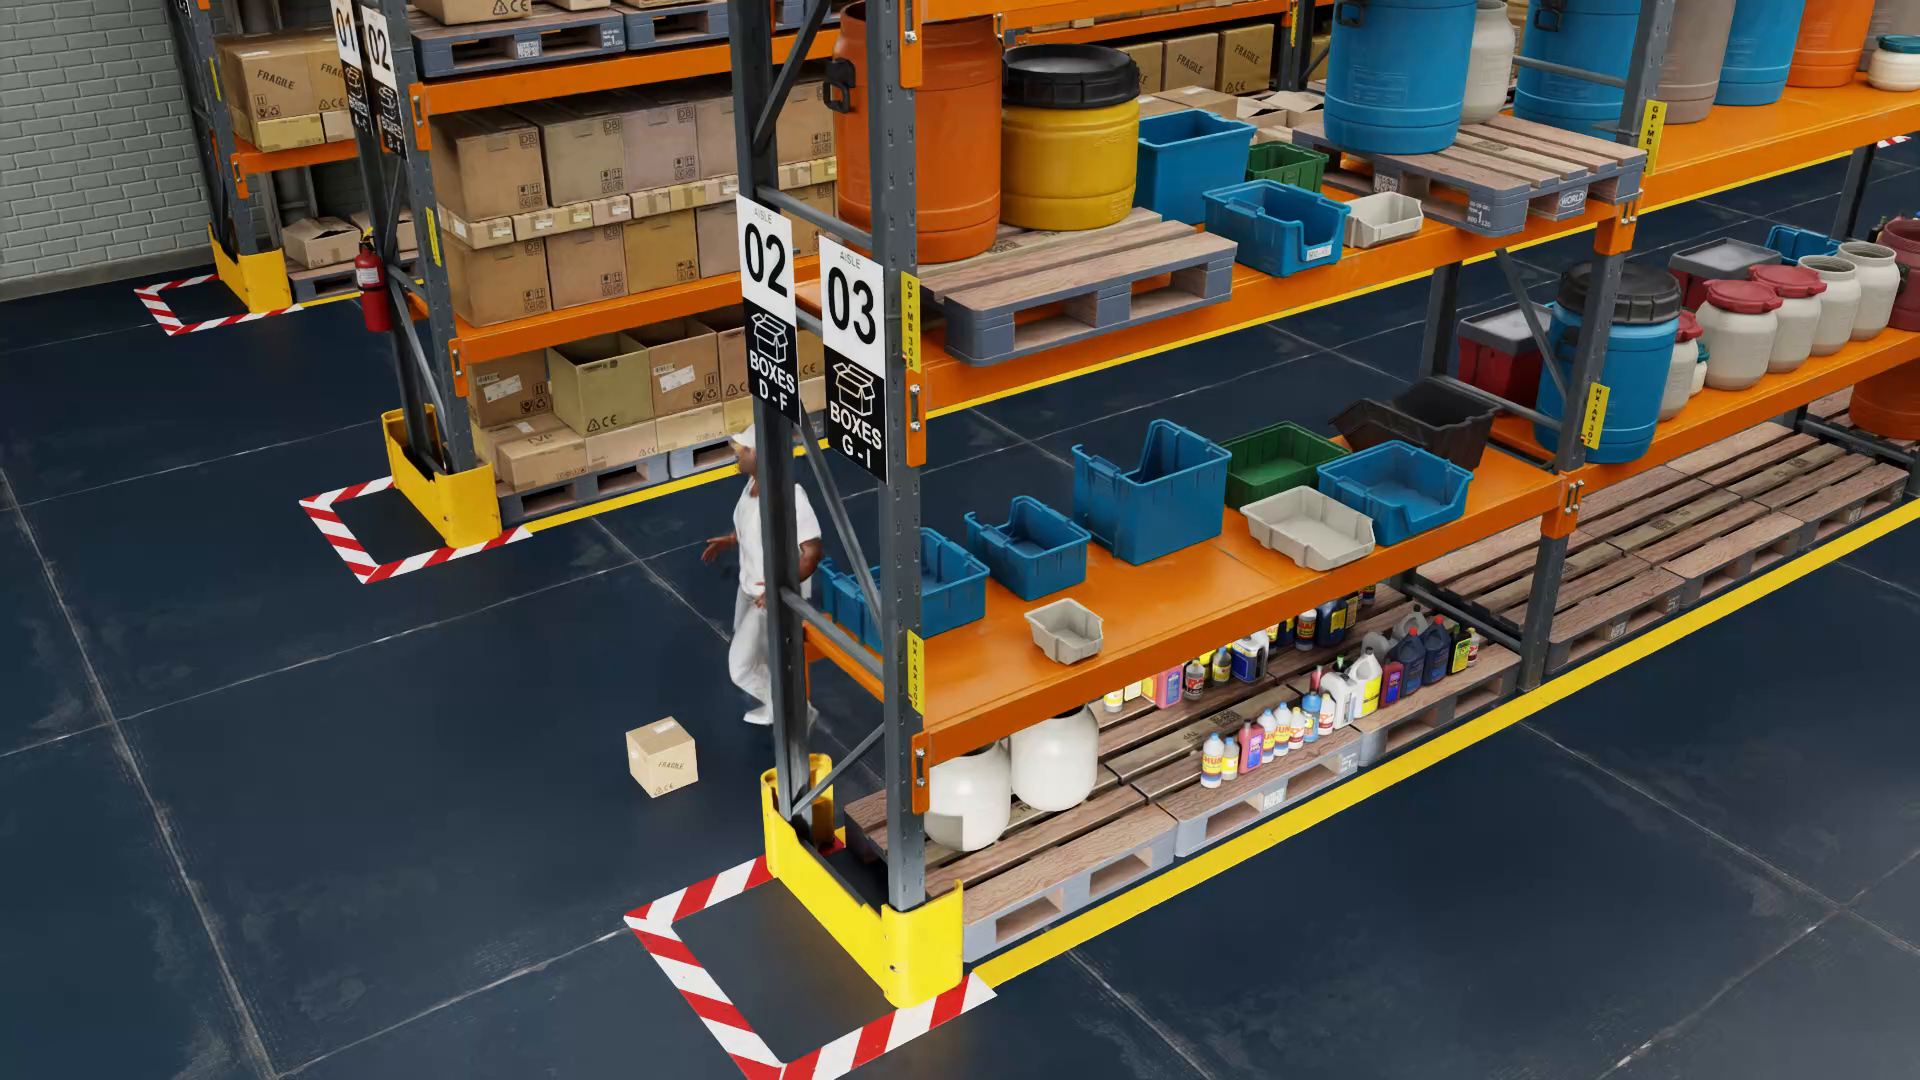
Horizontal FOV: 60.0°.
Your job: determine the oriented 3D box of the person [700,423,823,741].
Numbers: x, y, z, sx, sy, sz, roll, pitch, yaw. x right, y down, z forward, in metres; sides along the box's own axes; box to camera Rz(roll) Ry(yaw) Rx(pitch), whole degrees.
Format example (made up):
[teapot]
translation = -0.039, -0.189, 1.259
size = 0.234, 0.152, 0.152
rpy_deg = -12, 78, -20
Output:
[person]
translation = -0.990, 0.241, 8.201
size = 0.552, 1.720, 0.804
rpy_deg = -16, 32, -26
